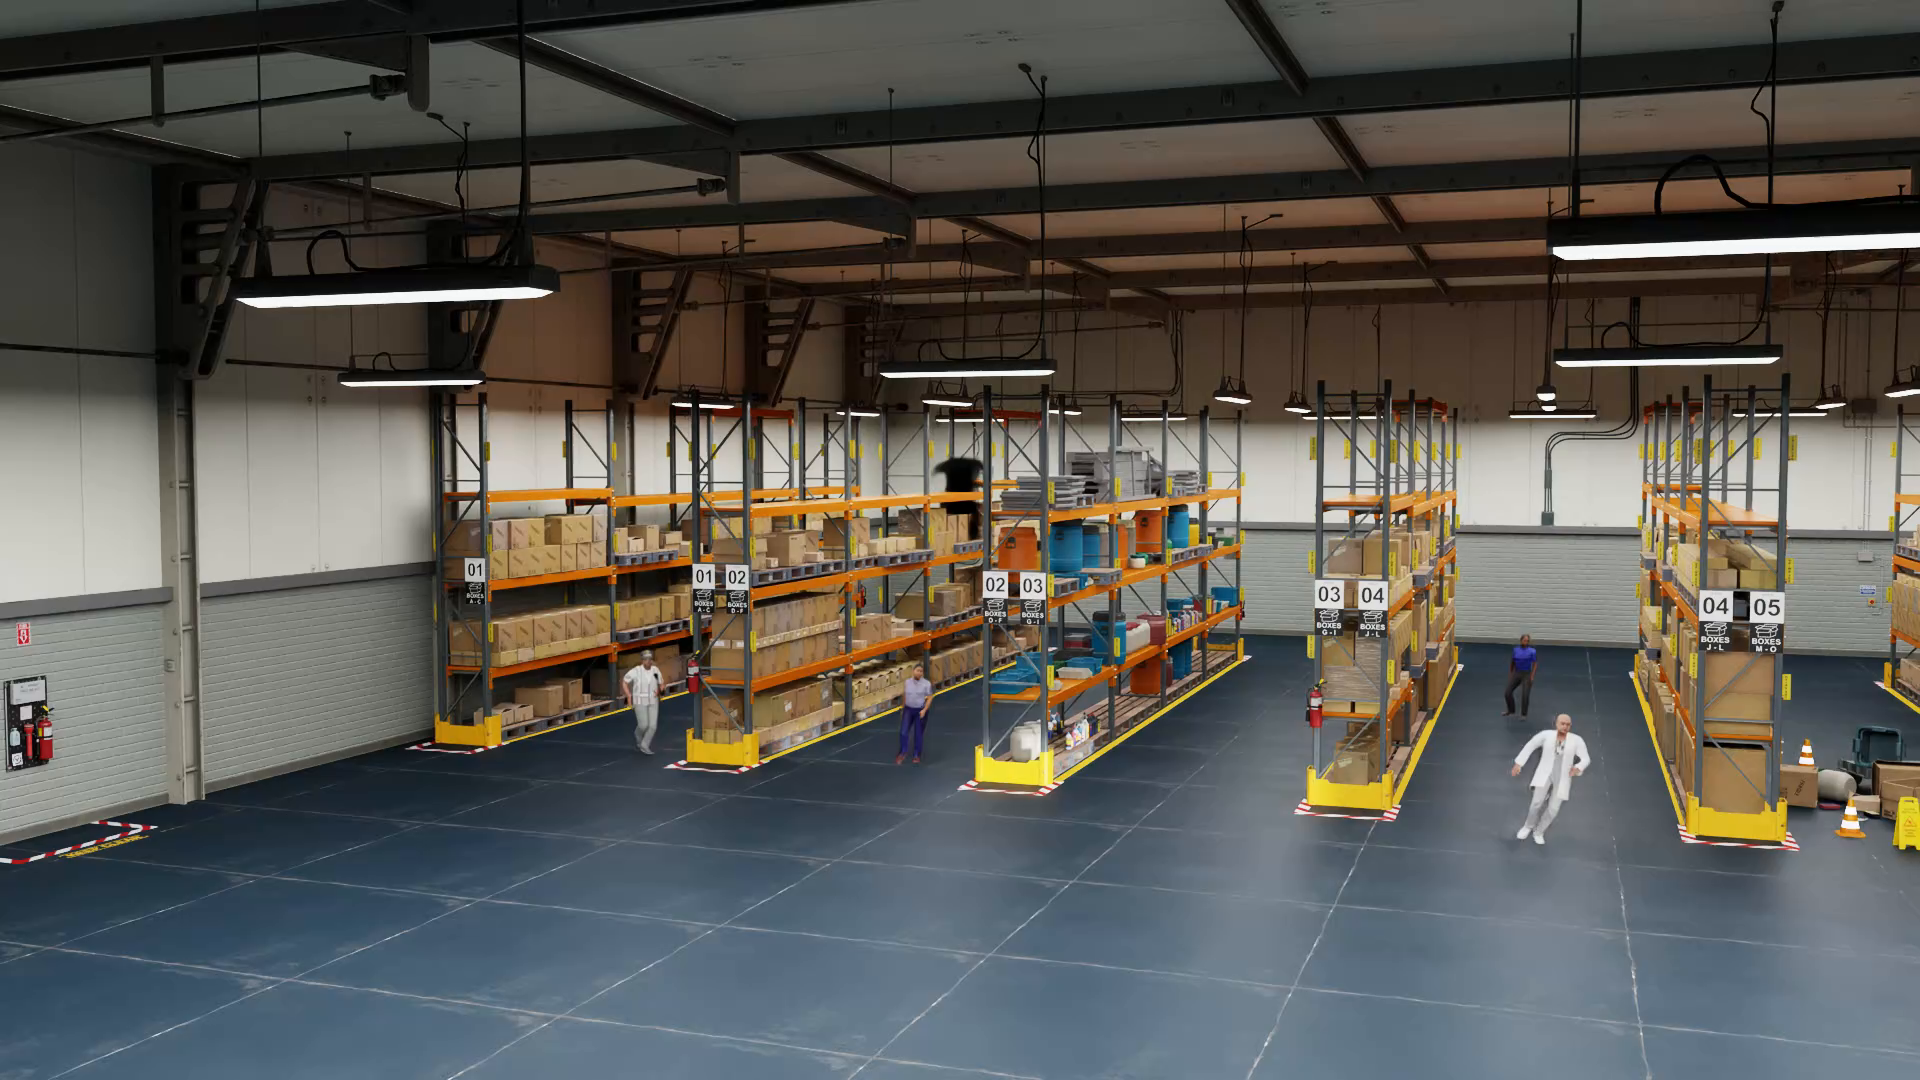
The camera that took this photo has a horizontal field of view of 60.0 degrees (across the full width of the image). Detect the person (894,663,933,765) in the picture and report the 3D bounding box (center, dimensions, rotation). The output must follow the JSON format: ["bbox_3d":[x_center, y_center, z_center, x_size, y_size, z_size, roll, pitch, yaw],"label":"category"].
[{"bbox_3d":[-0.736,2.759,26.385,0.624,1.609,0.655,0,3,9],"label":"person"}]

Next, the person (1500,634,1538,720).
[{"bbox_3d":[10.377,2.542,30.897,0.703,1.629,0.563,2,4,34],"label":"person"}]

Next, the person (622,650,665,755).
[{"bbox_3d":[-5.195,2.681,27.462,0.685,1.742,0.611,-2,3,-29],"label":"person"}]

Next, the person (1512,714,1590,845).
[{"bbox_3d":[7.538,3.060,21.146,0.893,1.701,0.710,0,3,8],"label":"person"}]
